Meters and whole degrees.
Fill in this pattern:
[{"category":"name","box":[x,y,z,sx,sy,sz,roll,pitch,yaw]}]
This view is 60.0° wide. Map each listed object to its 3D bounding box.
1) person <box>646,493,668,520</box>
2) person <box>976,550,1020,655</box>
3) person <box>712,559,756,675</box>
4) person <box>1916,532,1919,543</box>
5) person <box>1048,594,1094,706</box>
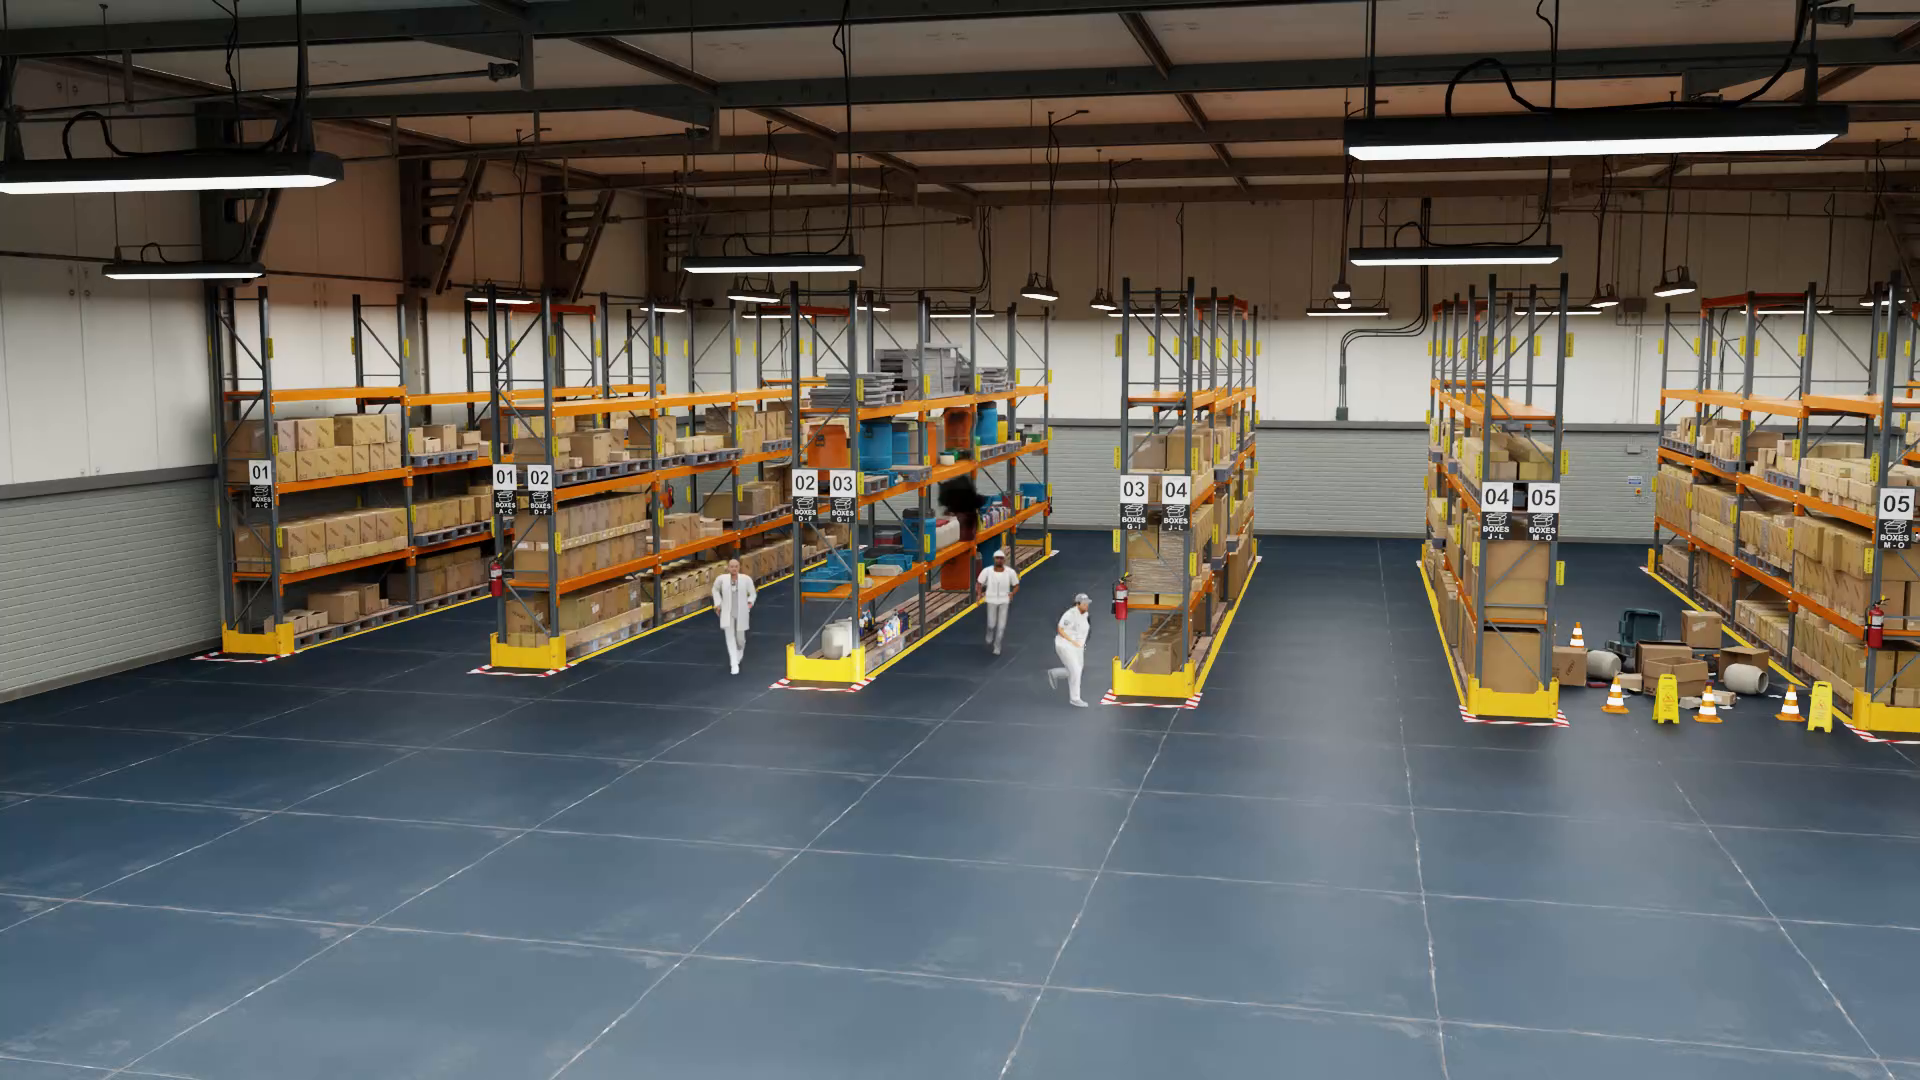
[{"category":"person","box":[-7.134,-0.277,38.811,0.660,1.684,0.599,1,7,13]},{"category":"person","box":[0.630,1.019,27.356,0.717,1.717,0.591,0,7,-1]},{"category":"person","box":[-3.527,1.159,25.991,0.692,1.763,0.953,-1,7,-8]},{"category":"person","box":[17.129,0.733,29.584,0.599,1.821,0.831,1,7,8]},{"category":"person","box":[1.533,1.532,23.500,0.579,1.615,0.826,-6,9,-44]}]
